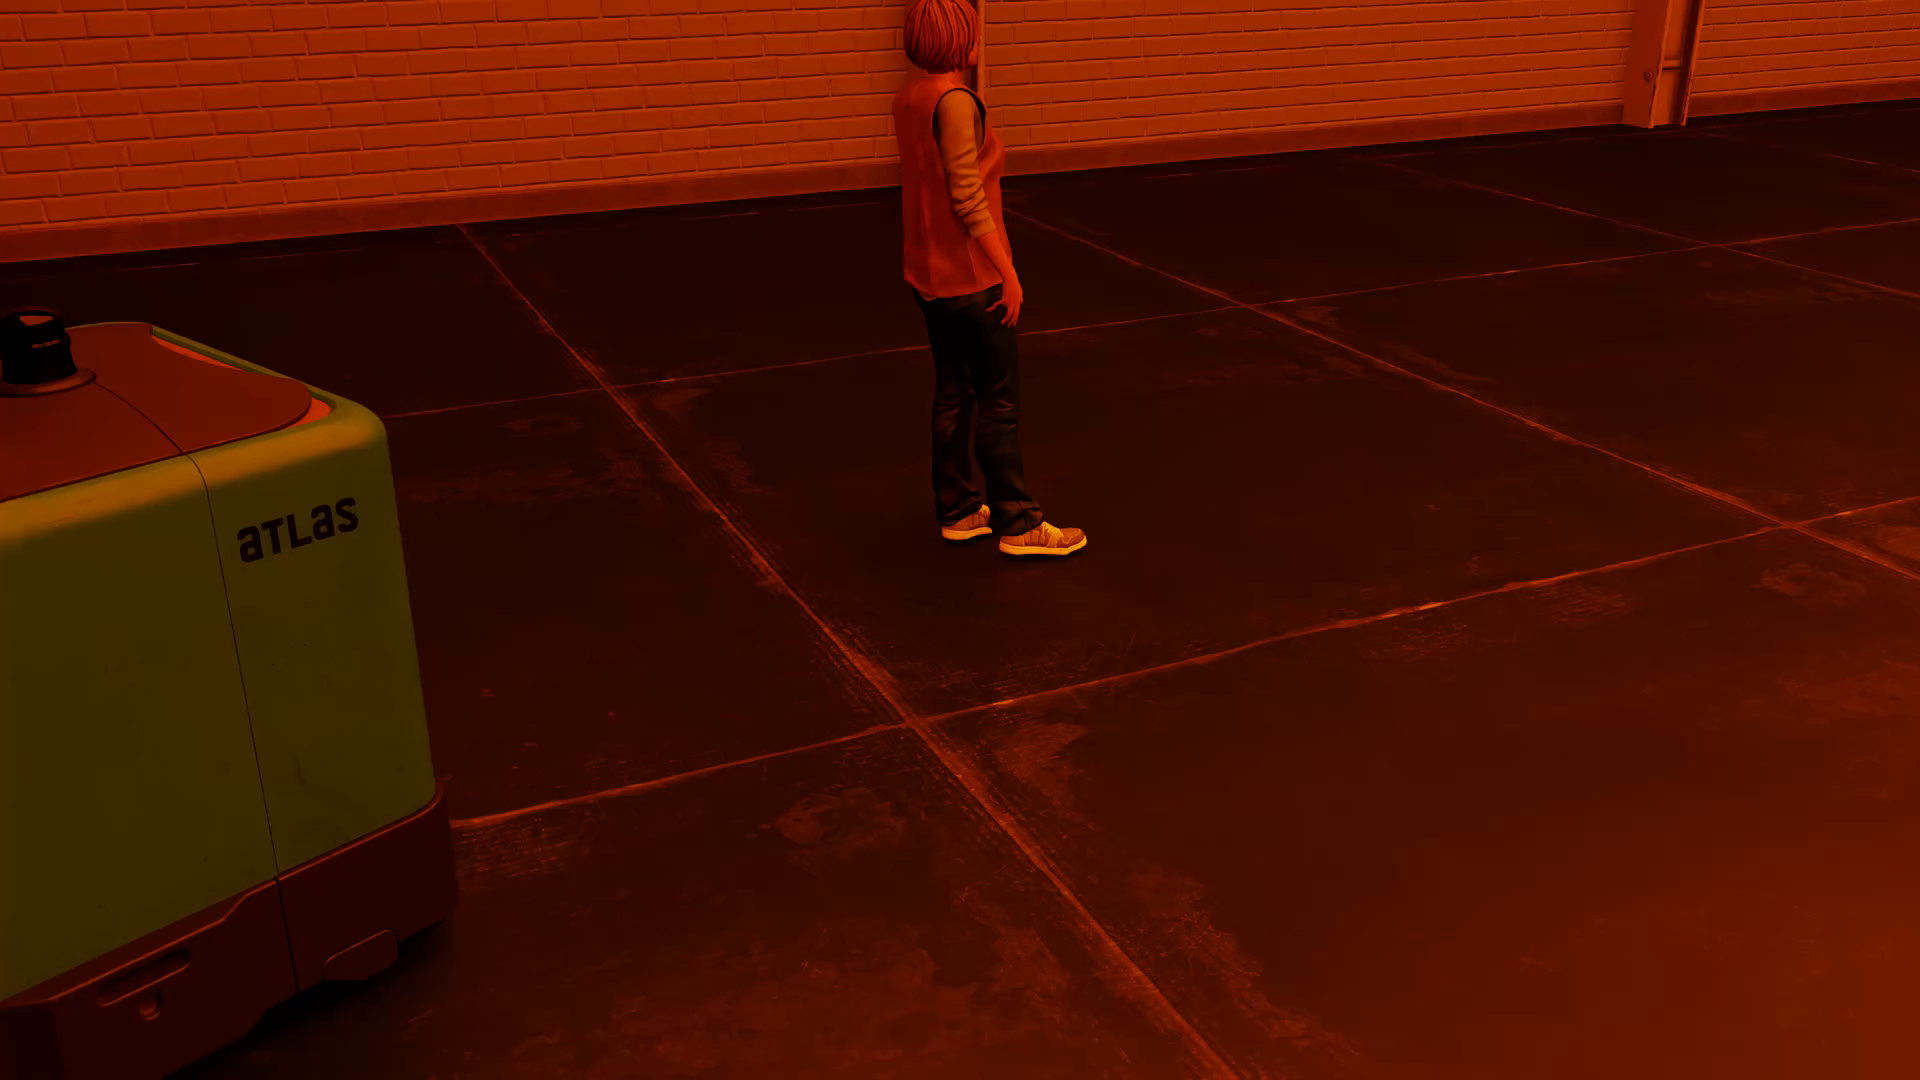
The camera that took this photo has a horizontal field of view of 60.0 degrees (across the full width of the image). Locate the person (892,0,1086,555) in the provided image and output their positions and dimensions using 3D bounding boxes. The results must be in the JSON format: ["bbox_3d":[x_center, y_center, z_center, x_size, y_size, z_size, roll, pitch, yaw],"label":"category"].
[{"bbox_3d":[0.074,-0.751,4.816,0.473,1.599,0.521,-10,25,-23],"label":"person"}]

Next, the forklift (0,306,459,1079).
[{"bbox_3d":[-2.323,-0.281,1.963,1.130,2.935,3.031,19,29,37],"label":"forklift"}]
